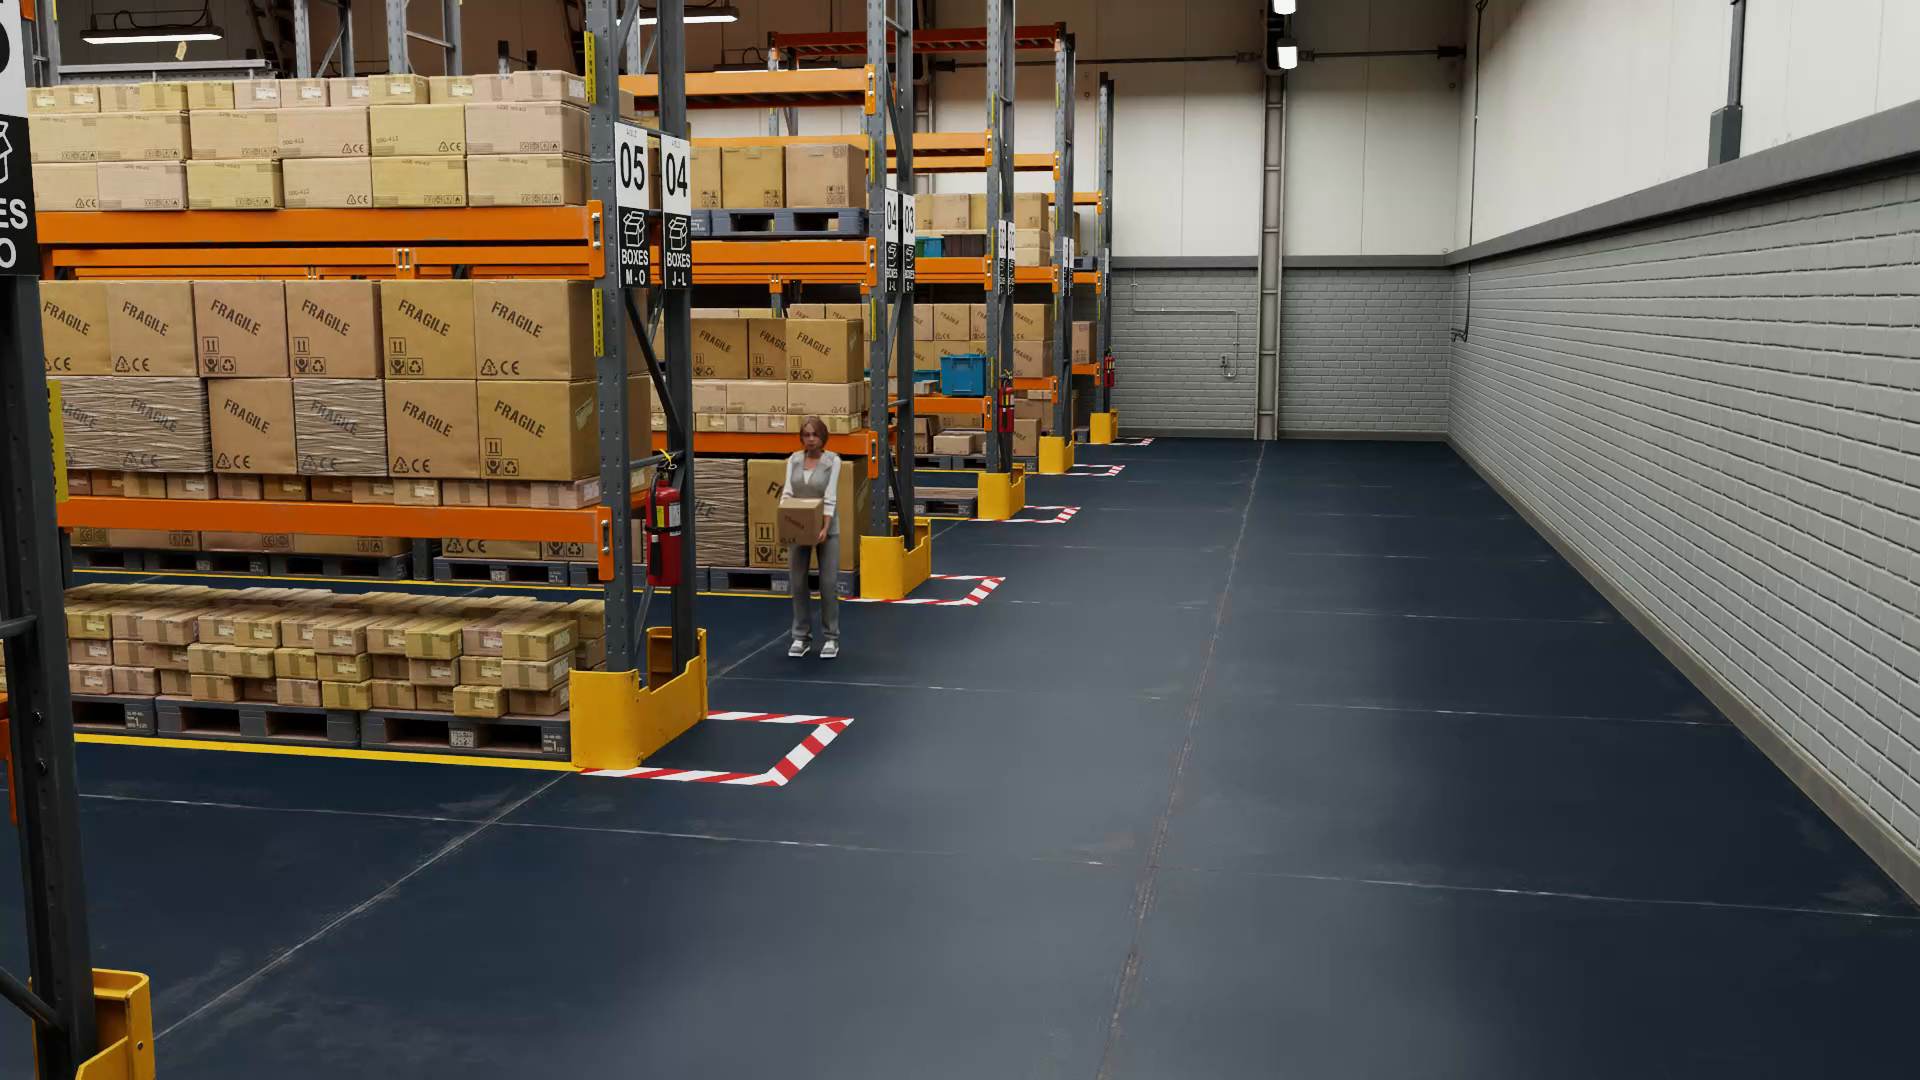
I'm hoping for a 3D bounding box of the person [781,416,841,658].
[{"bbox_3d":[-0.981,-0.010,10.947,0.375,1.599,0.505,2,8,10],"label":"person"}]
